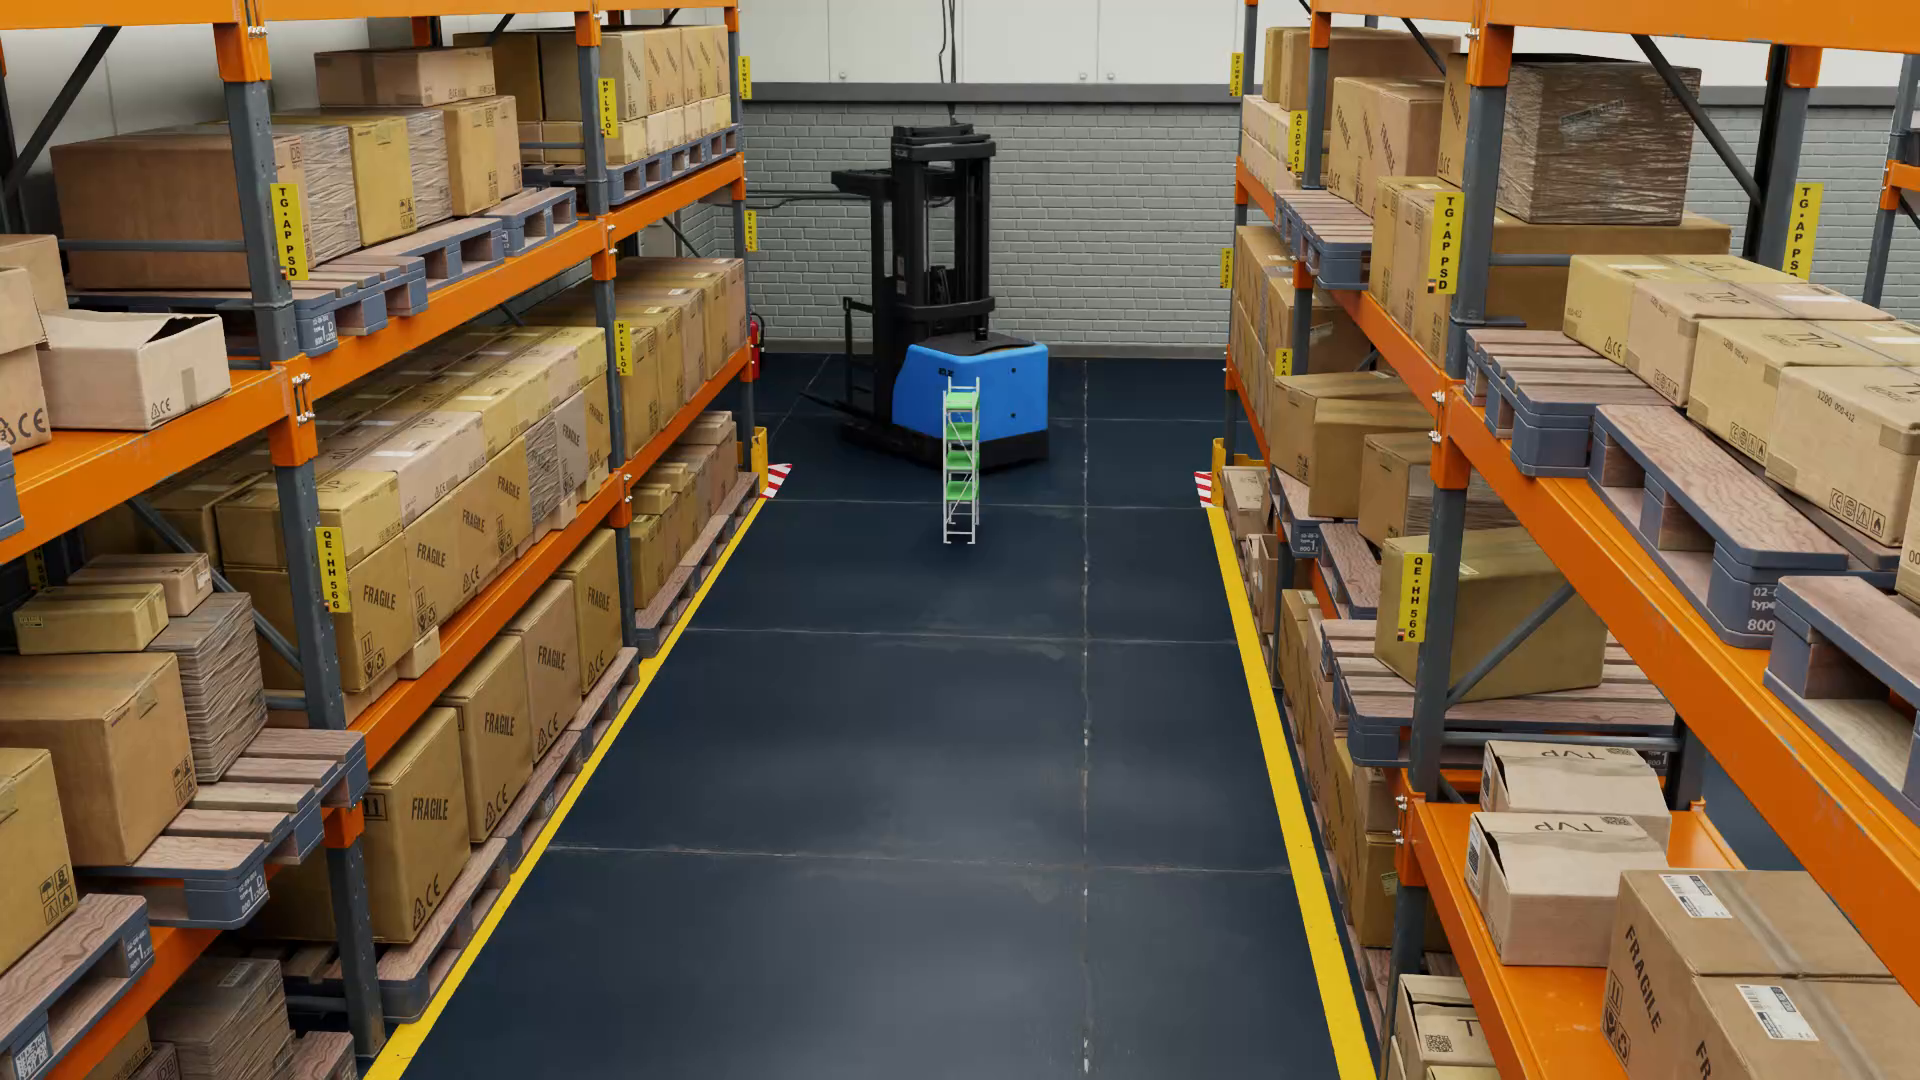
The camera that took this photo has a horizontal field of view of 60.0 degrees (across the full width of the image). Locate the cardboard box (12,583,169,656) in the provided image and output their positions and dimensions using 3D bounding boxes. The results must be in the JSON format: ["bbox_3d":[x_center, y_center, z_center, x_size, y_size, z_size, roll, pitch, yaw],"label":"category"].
[{"bbox_3d":[-2.825,0.256,5.414,0.380,0.149,0.250,-2,18,-5],"label":"cardboard box"}]

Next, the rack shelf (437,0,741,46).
[{"bbox_3d":[-2.392,-3.569,11.162,1.077,0.370,4.000,1,18,4],"label":"rack shelf"}]

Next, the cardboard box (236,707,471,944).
[{"bbox_3d":[-2.638,1.210,7.192,0.750,0.750,0.750,1,18,3],"label":"cardboard box"}]

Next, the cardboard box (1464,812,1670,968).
[{"bbox_3d":[1.862,1.038,5.080,0.500,0.311,0.500,1,18,3],"label":"cardboard box"}]

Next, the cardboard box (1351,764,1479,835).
[{"bbox_3d":[1.952,1.032,7.061,0.500,0.250,0.500,2,18,6],"label":"cardboard box"}]

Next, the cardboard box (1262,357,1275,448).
[{"bbox_3d":[2.222,-0.888,10.656,0.500,0.500,0.500,2,18,5],"label":"cardboard box"}]

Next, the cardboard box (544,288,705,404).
[{"bbox_3d":[-2.380,-1.393,11.874,0.980,0.700,0.700,0,18,1],"label":"cardboard box"}]

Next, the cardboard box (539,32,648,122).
[{"bbox_3d":[-2.204,-2.802,10.041,0.500,0.500,0.500,1,18,3],"label":"cardboard box"}]

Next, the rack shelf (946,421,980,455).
[{"bbox_3d":[0.012,-0.789,12.838,0.258,0.148,0.480,1,18,4],"label":"rack shelf"}]

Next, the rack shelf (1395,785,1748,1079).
[{"bbox_3d":[1.976,1.686,4.117,1.077,0.370,4.000,1,18,4],"label":"rack shelf"}]

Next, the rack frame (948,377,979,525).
[{"bbox_3d":[0.029,-0.697,13.124,0.240,1.200,0.015,1,18,4],"label":"rack frame"}]

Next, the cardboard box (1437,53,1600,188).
[{"bbox_3d":[2.230,-1.678,6.642,0.500,0.500,0.500,1,18,4],"label":"cardboard box"}]

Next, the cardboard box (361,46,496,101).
[{"bbox_3d":[-2.729,-2.397,8.533,0.500,0.250,0.500,3,18,8],"label":"cardboard box"}]

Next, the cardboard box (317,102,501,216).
[{"bbox_3d":[-2.683,-1.866,8.116,0.700,0.500,0.500,1,18,3],"label":"cardboard box"}]

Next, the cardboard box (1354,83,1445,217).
[{"bbox_3d":[2.271,-1.877,8.021,0.600,0.600,0.600,1,18,3],"label":"cardboard box"}]

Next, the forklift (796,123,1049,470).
[{"bbox_3d":[-0.486,-2.381,15.482,1.130,2.935,3.031,-13,22,-35],"label":"forklift"}]

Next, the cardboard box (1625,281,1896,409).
[{"bbox_3d":[2.123,-0.526,4.460,0.500,0.250,0.500,2,18,5],"label":"cardboard box"}]

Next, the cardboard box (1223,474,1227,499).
[{"bbox_3d":[2.302,-0.425,13.246,0.380,0.166,0.250,1,18,4],"label":"cardboard box"}]

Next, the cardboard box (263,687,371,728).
[{"bbox_3d":[-2.567,0.626,6.567,0.380,0.149,0.250,1,18,3],"label":"cardboard box"}]

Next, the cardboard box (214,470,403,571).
[{"bbox_3d":[-2.530,-0.086,6.493,0.500,0.250,0.500,2,18,5],"label":"cardboard box"}]

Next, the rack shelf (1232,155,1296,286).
[{"bbox_3d":[2.549,-2.224,11.233,1.077,0.370,4.000,1,18,4],"label":"rack shelf"}]

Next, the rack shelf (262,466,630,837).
[{"bbox_3d":[-2.678,0.334,8.242,1.077,0.370,4.000,1,18,4],"label":"rack shelf"}]

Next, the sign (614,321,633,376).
[{"bbox_3d":[-1.993,-1.133,9.830,0.100,0.325,0.005,1,18,4],"label":"sign"}]

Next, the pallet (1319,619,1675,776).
[{"bbox_3d":[2.098,0.602,6.578,1.213,0.211,1.003,1,18,4],"label":"pallet"}]

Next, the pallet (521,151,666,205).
[{"bbox_3d":[-2.466,-2.266,10.347,1.003,0.211,1.213,1,18,4],"label":"pallet"}]

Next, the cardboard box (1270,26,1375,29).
[{"bbox_3d":[2.672,-3.550,12.357,0.700,0.500,0.500,1,18,4],"label":"cardboard box"}]

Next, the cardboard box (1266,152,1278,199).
[{"bbox_3d":[2.249,-2.341,10.675,0.500,0.250,0.500,1,18,4],"label":"cardboard box"}]

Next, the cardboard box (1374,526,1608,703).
[{"bbox_3d":[2.052,0.277,6.424,0.700,0.500,0.500,-5,19,-15],"label":"cardboard box"}]

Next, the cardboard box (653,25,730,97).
[{"bbox_3d":[-2.029,-3.596,12.464,0.500,0.500,0.500,1,18,4],"label":"cardboard box"}]

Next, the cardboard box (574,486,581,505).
[{"bbox_3d":[-2.335,-0.250,9.239,0.380,0.149,0.250,2,18,6],"label":"cardboard box"}]

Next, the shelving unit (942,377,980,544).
[{"bbox_3d":[0.012,-0.622,12.893,0.258,1.200,0.503,1,18,4],"label":"shelving unit"}]

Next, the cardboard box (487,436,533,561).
[{"bbox_3d":[-2.419,-0.209,8.073,0.500,0.500,0.500,2,18,5],"label":"cardboard box"}]

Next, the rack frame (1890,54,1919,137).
[{"bbox_3d":[7.633,-4.501,12.208,1.000,3.000,0.127,1,18,4],"label":"rack frame"}]

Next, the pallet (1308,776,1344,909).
[{"bbox_3d":[2.301,1.439,8.193,1.003,0.211,1.213,1,18,4],"label":"pallet"}]

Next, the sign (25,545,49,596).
[{"bbox_3d":[-3.376,0.052,6.089,0.100,0.325,0.005,1,18,4],"label":"sign"}]

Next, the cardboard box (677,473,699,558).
[{"bbox_3d":[-2.301,-0.186,12.014,0.700,0.500,0.500,2,18,5],"label":"cardboard box"}]

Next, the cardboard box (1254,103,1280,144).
[{"bbox_3d":[2.324,-2.889,11.545,0.500,0.250,0.500,1,18,4],"label":"cardboard box"}]

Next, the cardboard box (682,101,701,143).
[{"bbox_3d":[-2.105,-2.916,11.593,0.500,0.250,0.500,1,18,2],"label":"cardboard box"}]

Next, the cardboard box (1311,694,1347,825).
[{"bbox_3d":[2.021,1.082,8.112,0.500,0.500,0.500,1,18,2],"label":"cardboard box"}]

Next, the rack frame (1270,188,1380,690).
[{"bbox_3d":[2.406,-0.520,9.692,1.000,3.000,0.127,1,18,4],"label":"rack frame"}]

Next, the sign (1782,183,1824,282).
[{"bbox_3d":[2.672,-0.971,5.295,0.100,0.325,0.005,1,18,4],"label":"sign"}]

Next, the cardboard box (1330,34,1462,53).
[{"bbox_3d":[2.580,-2.772,9.981,0.700,0.500,0.500,1,18,4],"label":"cardboard box"}]

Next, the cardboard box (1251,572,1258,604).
[{"bbox_3d":[2.131,0.325,10.986,0.380,0.149,0.250,1,18,4],"label":"cardboard box"}]

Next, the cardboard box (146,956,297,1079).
[{"bbox_3d":[-2.821,1.817,5.869,0.700,0.500,0.500,2,18,5],"label":"cardboard box"}]

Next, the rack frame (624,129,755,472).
[{"bbox_3d":[-2.248,-1.872,13.817,1.000,3.000,0.127,1,18,4],"label":"rack frame"}]

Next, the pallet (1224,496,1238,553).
[{"bbox_3d":[2.631,-0.166,13.090,1.003,0.211,1.213,1,18,4],"label":"pallet"}]

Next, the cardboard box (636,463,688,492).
[{"bbox_3d":[-2.135,-0.444,11.758,0.380,0.149,0.250,1,18,2],"label":"cardboard box"}]

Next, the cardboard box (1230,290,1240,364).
[{"bbox_3d":[2.398,-1.678,13.065,0.500,0.500,0.500,2,18,5],"label":"cardboard box"}]

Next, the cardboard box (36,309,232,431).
[{"bbox_3d":[-2.604,-0.550,5.077,0.500,0.311,0.500,1,18,4],"label":"cardboard box"}]

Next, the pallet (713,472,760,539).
[{"bbox_3d":[-2.228,-0.296,13.488,1.003,0.211,1.213,1,18,4],"label":"pallet"}]

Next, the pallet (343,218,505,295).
[{"bbox_3d":[-2.751,-1.271,7.471,1.003,0.211,1.213,2,18,6],"label":"pallet"}]

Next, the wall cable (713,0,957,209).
[{"bbox_3d":[-1.486,-4.995,18.703,3.097,2.526,0.112,1,18,4],"label":"wall cable"}]

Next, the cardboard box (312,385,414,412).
[{"bbox_3d":[-2.931,-0.566,7.960,0.500,0.250,0.500,1,18,3],"label":"cardboard box"}]

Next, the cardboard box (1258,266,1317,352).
[{"bbox_3d":[2.254,-1.521,10.981,0.500,0.500,0.500,1,18,4],"label":"cardboard box"}]

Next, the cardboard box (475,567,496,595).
[{"bbox_3d":[-2.468,0.149,8.021,0.380,0.149,0.250,1,18,4],"label":"cardboard box"}]
